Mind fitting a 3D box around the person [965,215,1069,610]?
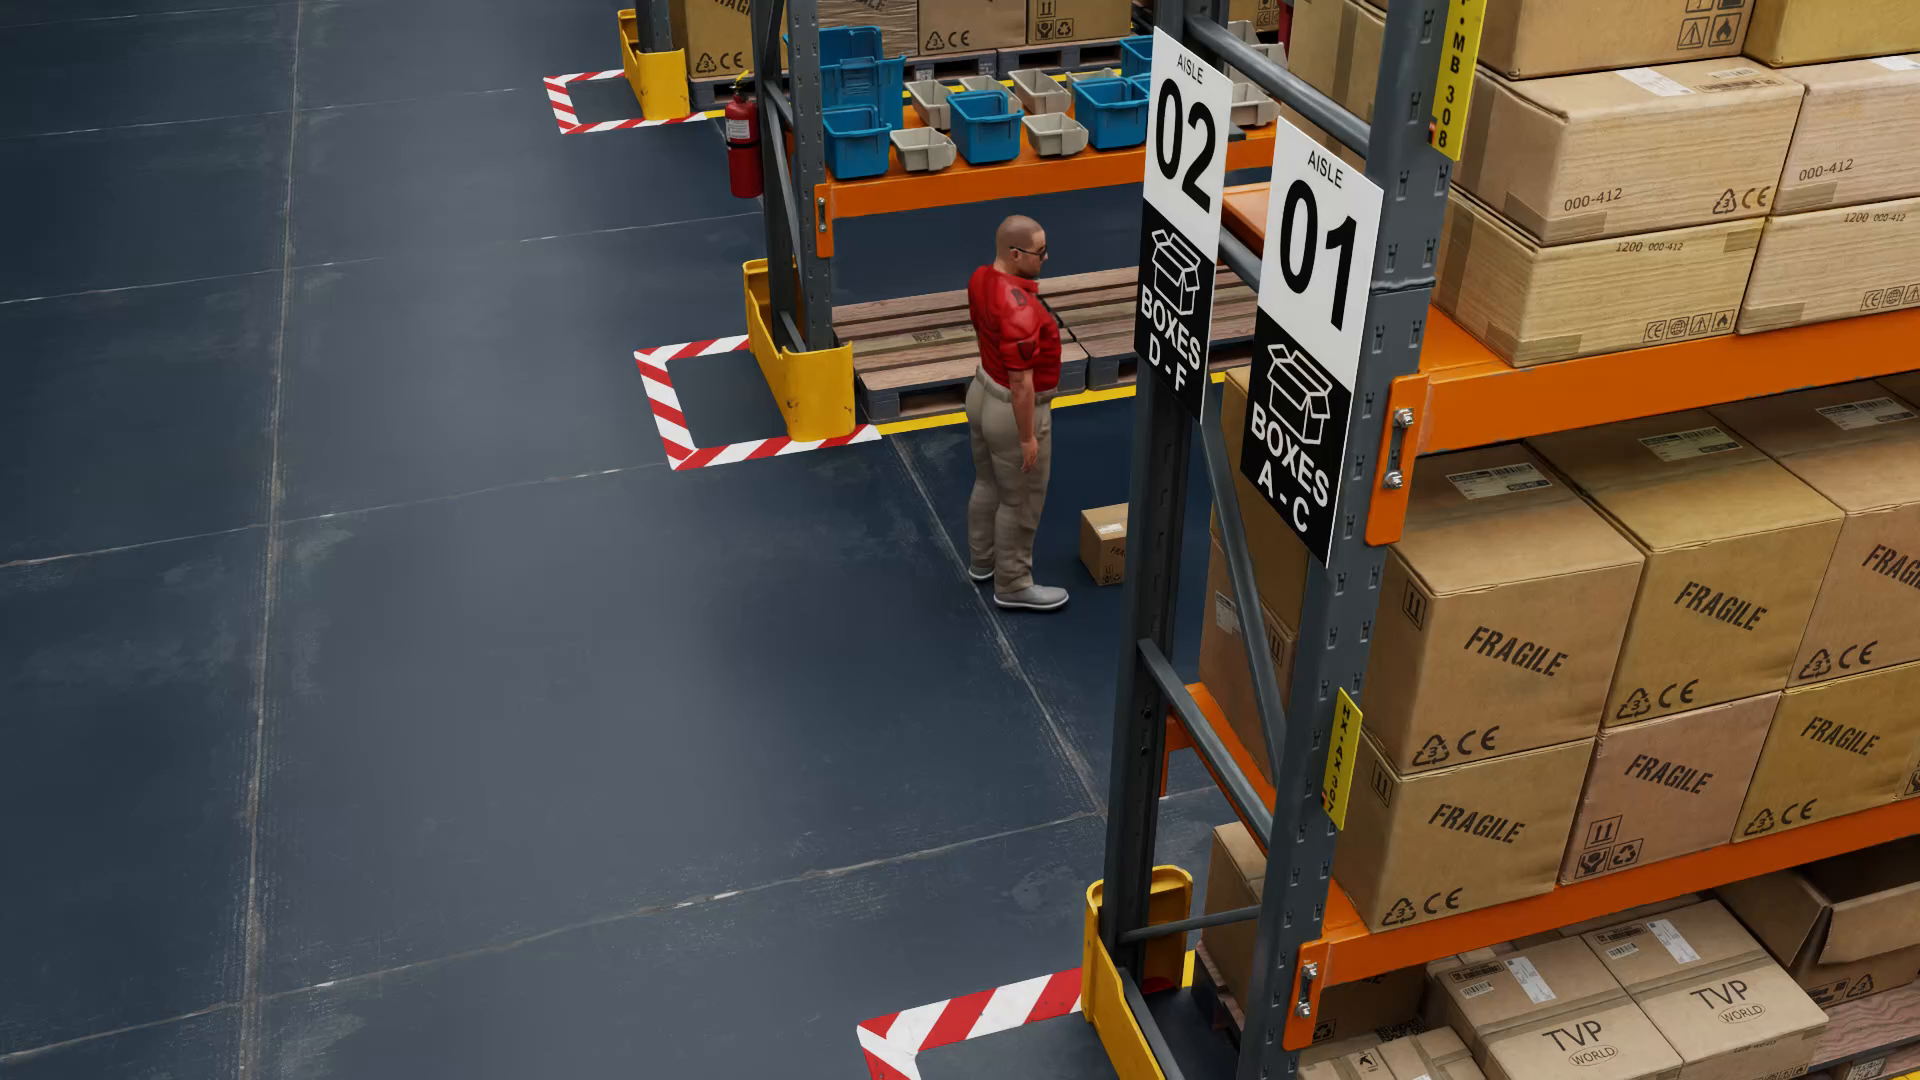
[{"bbox_3d":[0.224,-0.533,6.925,0.364,1.731,0.559,-14,36,-20],"label":"person"}]
